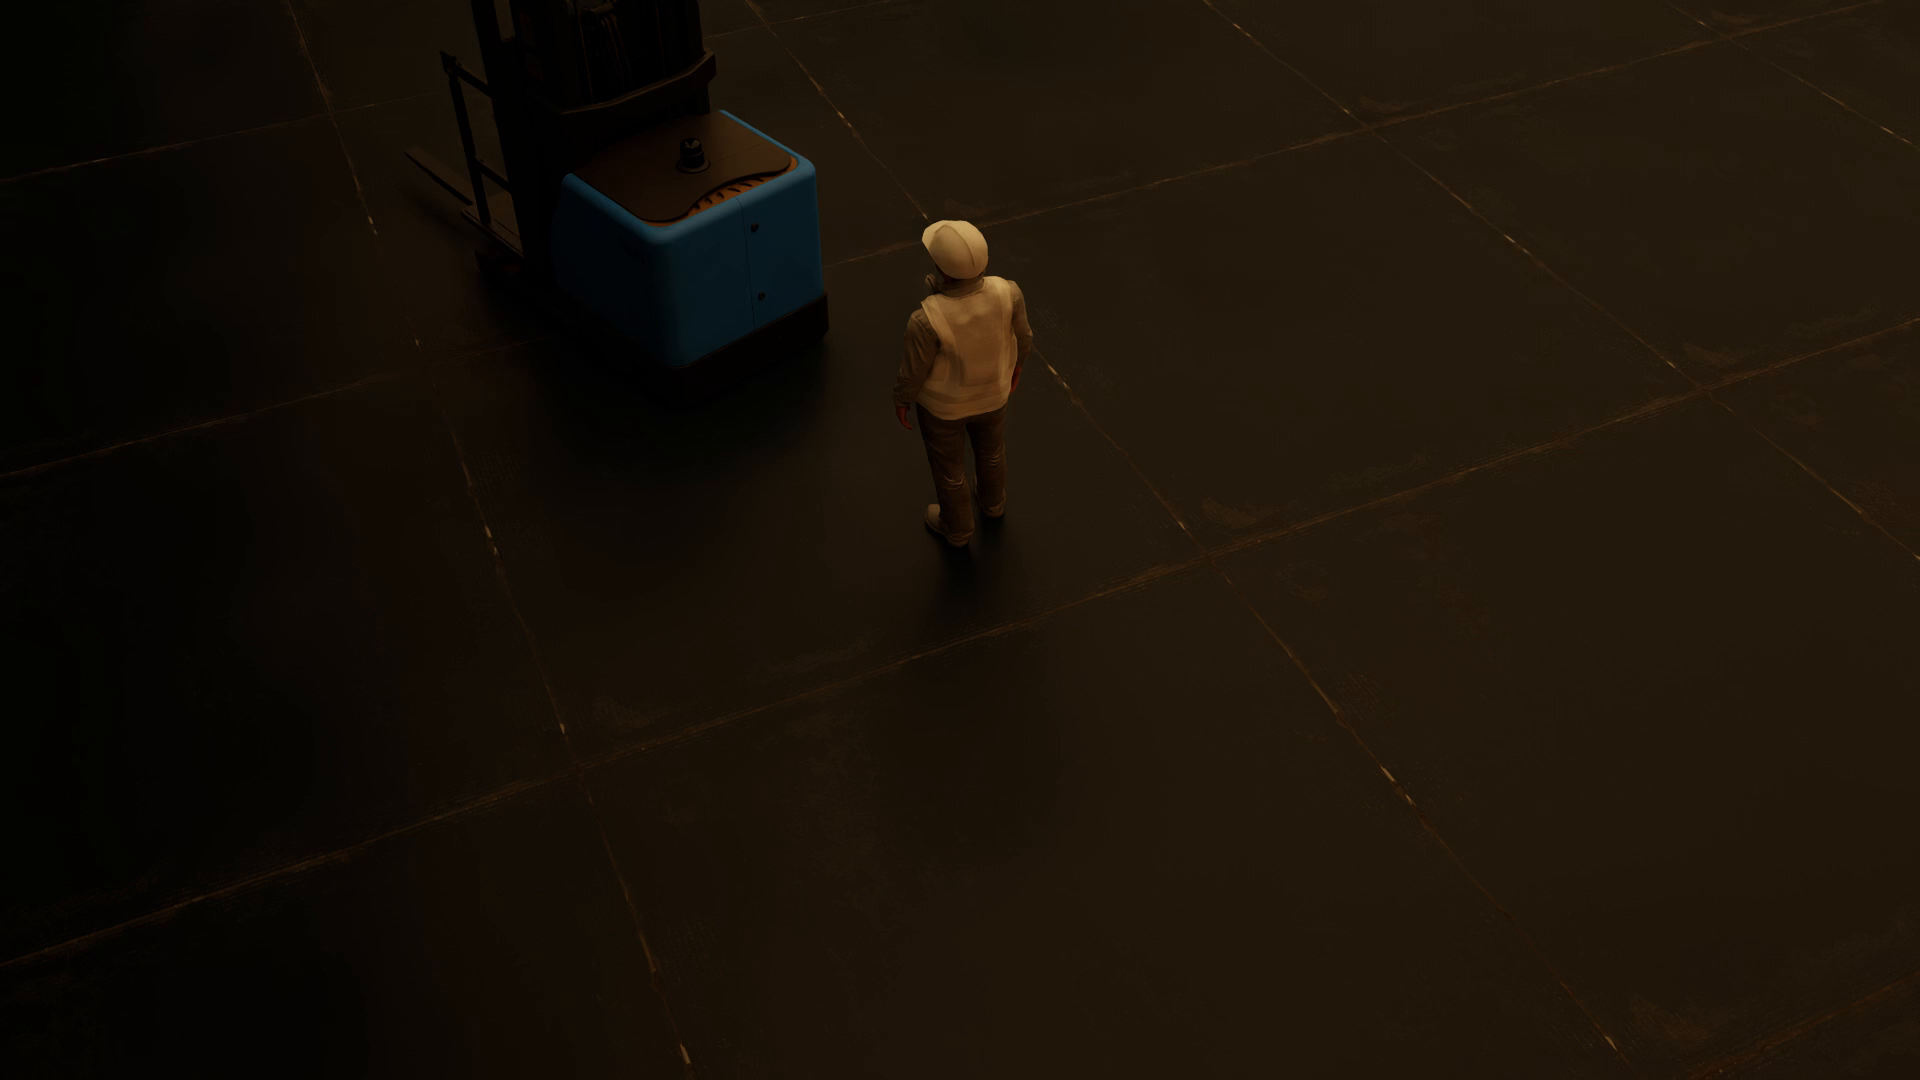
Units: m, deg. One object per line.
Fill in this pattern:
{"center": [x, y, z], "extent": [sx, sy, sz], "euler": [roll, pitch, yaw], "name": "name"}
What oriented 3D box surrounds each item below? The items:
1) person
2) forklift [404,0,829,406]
{"center": [-0.019, -0.695, 7.262], "extent": [0.632, 1.773, 0.568], "euler": [-18, 46, -18], "name": "person"}
{"center": [-2.076, -2.666, 8.537], "extent": [1.130, 2.935, 3.031], "euler": [-33, 52, -30], "name": "forklift"}
